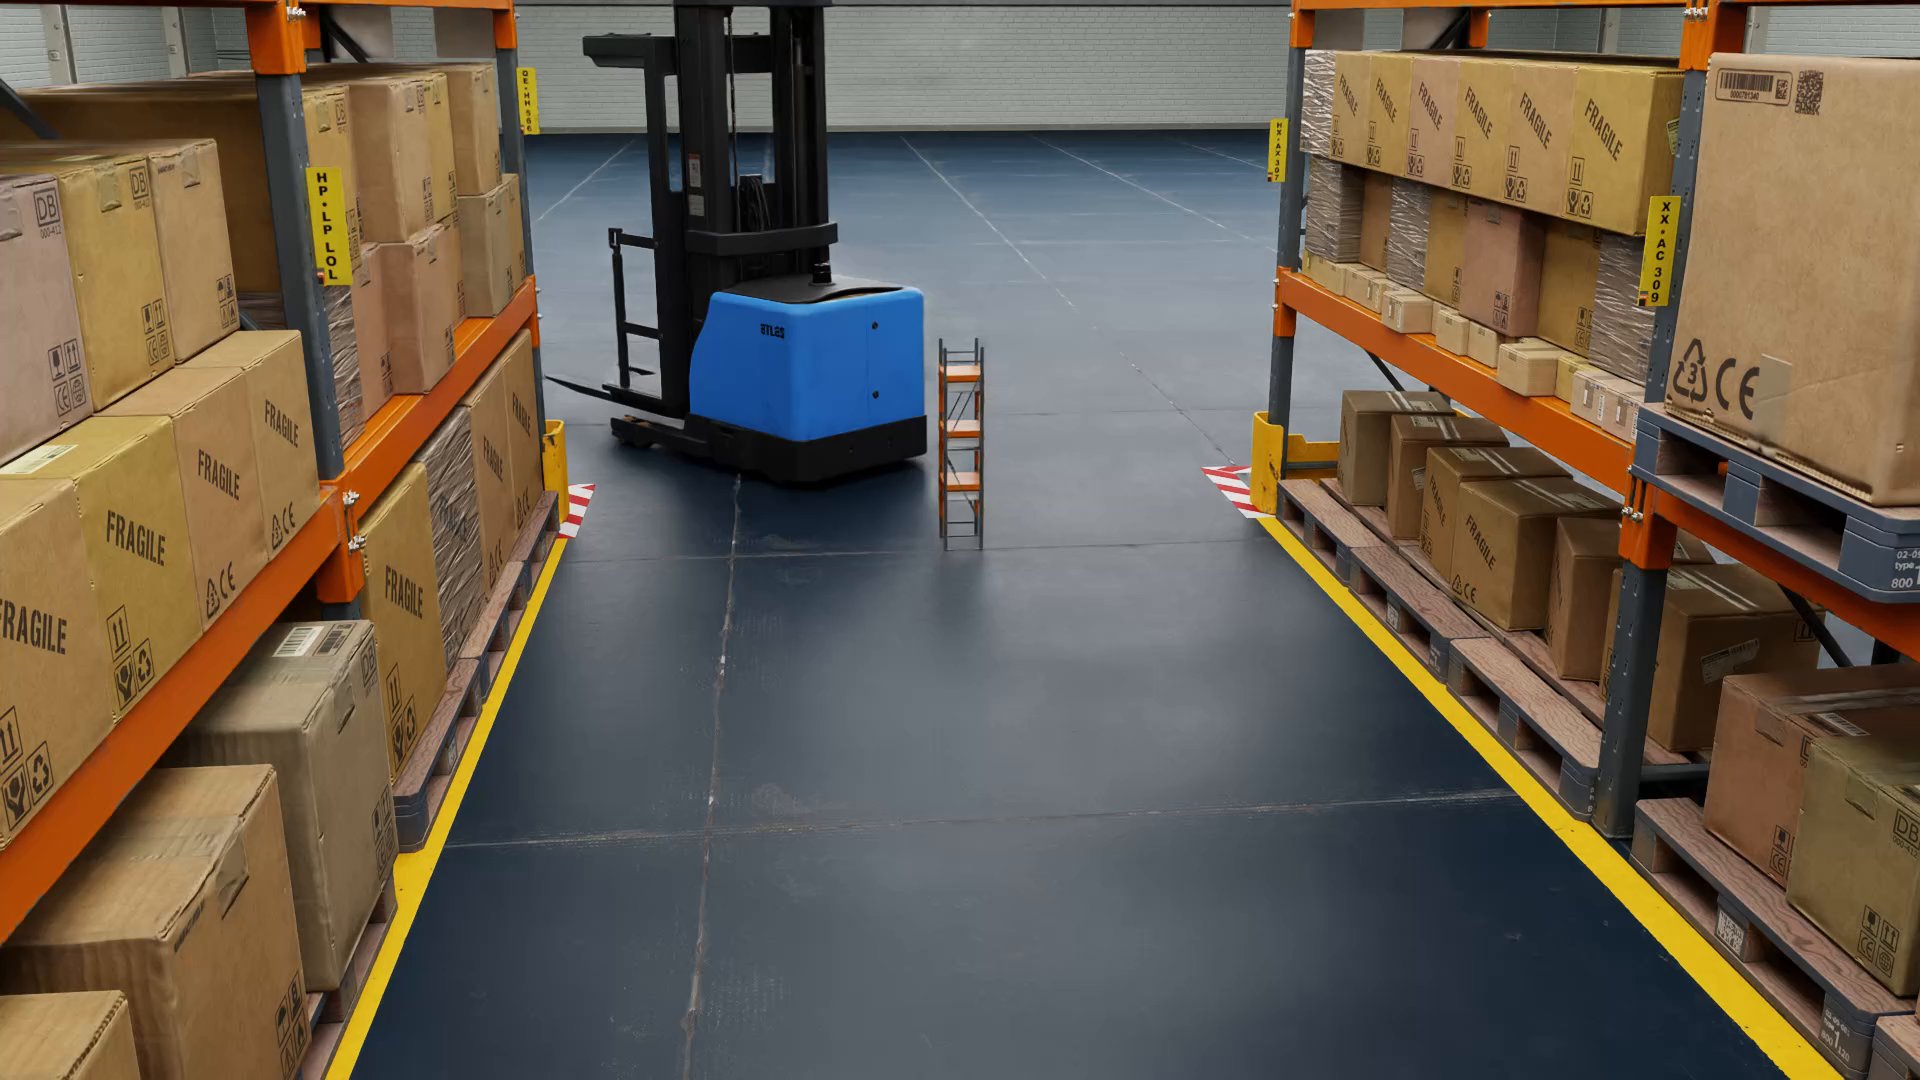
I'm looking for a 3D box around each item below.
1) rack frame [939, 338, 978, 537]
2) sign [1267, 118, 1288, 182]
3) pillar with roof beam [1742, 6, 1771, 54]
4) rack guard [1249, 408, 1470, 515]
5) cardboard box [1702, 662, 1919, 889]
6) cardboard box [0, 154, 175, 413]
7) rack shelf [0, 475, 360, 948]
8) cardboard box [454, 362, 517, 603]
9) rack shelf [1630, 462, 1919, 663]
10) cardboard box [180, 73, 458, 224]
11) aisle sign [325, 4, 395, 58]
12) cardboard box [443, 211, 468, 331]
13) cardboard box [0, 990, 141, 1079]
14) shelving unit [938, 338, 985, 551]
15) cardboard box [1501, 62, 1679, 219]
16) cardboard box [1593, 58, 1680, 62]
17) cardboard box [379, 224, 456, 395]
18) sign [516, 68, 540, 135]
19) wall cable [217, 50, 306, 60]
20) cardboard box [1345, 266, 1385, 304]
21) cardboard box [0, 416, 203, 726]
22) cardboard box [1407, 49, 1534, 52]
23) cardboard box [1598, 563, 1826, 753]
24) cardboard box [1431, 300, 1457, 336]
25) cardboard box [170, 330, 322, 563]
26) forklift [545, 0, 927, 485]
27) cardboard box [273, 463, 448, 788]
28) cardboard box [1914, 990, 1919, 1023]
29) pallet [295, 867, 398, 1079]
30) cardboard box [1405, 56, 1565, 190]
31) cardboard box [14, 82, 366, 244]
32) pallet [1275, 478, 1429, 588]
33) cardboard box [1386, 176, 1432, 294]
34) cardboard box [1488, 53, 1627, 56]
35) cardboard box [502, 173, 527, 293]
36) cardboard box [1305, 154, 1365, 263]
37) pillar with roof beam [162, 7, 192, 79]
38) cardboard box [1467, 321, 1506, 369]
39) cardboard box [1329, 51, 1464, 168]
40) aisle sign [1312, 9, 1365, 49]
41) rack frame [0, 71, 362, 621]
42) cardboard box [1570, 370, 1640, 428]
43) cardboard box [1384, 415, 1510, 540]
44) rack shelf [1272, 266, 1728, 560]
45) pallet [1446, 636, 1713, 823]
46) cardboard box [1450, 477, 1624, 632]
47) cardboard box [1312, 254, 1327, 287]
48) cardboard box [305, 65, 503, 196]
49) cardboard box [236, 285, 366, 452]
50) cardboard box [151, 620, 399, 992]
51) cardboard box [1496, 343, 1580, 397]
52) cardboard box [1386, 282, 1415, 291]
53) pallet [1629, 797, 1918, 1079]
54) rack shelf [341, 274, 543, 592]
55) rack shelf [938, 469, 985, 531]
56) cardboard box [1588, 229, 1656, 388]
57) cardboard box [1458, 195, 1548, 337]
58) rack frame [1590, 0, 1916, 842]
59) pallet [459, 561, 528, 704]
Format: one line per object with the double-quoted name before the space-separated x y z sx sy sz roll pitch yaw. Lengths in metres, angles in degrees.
"rack frame" -0.007 -0.521 8.585 0.200 1.050 0.008 -2 18 -6
"sign" 1.679 -2.056 8.772 0.100 0.325 0.005 -2 18 -6
"pillar with roof beam" 11.175 -11.816 31.292 9.100 9.000 0.400 -2 18 -6
"rack guard" 2.227 -0.444 9.258 1.175 0.500 0.348 -2 18 -6
"cardboard box" 2.674 0.699 4.883 0.700 0.500 0.500 -3 18 -10
"cardboard box" -2.200 -0.568 3.644 0.700 0.500 0.500 -2 18 -7
"rack shelf" -2.106 0.594 2.977 1.077 0.370 4.000 -2 18 -6
"cardboard box" -2.496 -0.261 7.347 0.875 0.875 0.875 -2 18 -7
"rack shelf" 2.838 0.471 3.369 1.077 0.370 4.000 -2 18 -6
"cardboard box" -2.470 -1.525 6.475 0.875 0.550 0.500 -2 18 -6
"aisle sign" -3.031 -2.789 8.211 0.394 0.787 0.004 -2 18 -6
"cardboard box" -2.630 -1.165 7.129 0.875 0.550 0.550 -2 18 -6
"cardboard box" -1.967 1.275 2.661 1.050 0.750 0.750 -2 17 -5
"shelving unit" 0.006 -0.485 8.469 0.215 1.050 0.252 -2 18 -6
"cardboard box" 2.259 -1.409 5.824 0.500 0.500 0.500 -2 18 -6
"cardboard box" 2.734 -1.574 6.351 0.500 0.500 0.500 -2 18 -6
"cardboard box" -2.380 -0.853 6.137 0.875 0.550 0.550 -2 18 -6
"sign" -2.184 -2.214 8.394 0.100 0.325 0.005 -2 18 -6
"wall cable" -15.482 -12.201 37.701 3.097 2.526 0.112 -2 18 -6
"cardboard box" 2.075 -1.224 7.986 0.380 0.149 0.250 -2 18 -6
"cardboard box" -1.888 0.056 3.324 0.500 0.500 0.500 -2 17 -5
"cardboard box" 2.522 -2.170 8.248 0.500 0.500 0.500 -2 18 -6
"cardboard box" 2.630 0.404 5.854 0.500 0.500 0.500 -2 18 -7
"cardboard box" 2.227 -0.927 7.042 0.380 0.149 0.250 -2 18 -6
"cardboard box" -1.993 -0.245 4.283 0.500 0.500 0.500 -2 18 -6
"forklift" -1.593 -2.079 10.405 1.130 2.935 3.031 -17 24 -42
"cardboard box" -2.308 0.279 5.626 0.875 0.875 0.875 -2 17 -5
"cardboard box" 2.762 1.008 3.898 0.700 0.500 0.500 -3 18 -10
"pallet" -2.158 1.213 4.460 1.003 0.211 1.213 -2 18 -6
"cardboard box" 2.160 -1.707 6.774 0.500 0.500 0.500 -2 18 -6
"cardboard box" -2.489 -1.203 5.447 0.875 0.550 0.550 -2 18 -6
"pallet" 2.276 -0.063 8.526 1.003 0.211 1.213 -2 18 -6
"cardboard box" 2.428 -1.389 7.430 0.875 0.500 0.500 -2 18 -6
"cardboard box" 2.628 -1.872 7.300 0.500 0.500 0.500 -2 18 -6
"cardboard box" -2.642 -1.499 8.193 0.875 0.550 0.550 -2 18 -6
"cardboard box" 2.249 -1.684 8.371 0.875 0.500 0.500 -2 18 -6
"pillar with roof beam" -12.212 -12.897 34.734 9.100 9.000 0.400 -2 18 -6
"cardboard box" 2.237 -0.777 6.563 0.380 0.149 0.250 -2 18 -6
"cardboard box" 2.049 -2.005 7.722 0.500 0.500 0.500 -2 18 -6
"aisle sign" 1.914 -2.909 8.595 0.394 0.787 0.004 -2 18 -6
"rack frame" -2.312 -0.345 4.767 1.000 3.000 0.127 -2 18 -6
"cardboard box" 2.301 -0.478 5.610 0.380 0.149 0.250 -2 18 -6
"cardboard box" 2.363 -0.304 8.109 0.500 0.500 0.500 3 18 9
"rack shelf" 2.425 -0.720 7.165 1.077 0.370 4.000 -2 18 -6
"pallet" 2.527 0.664 6.211 1.003 0.211 1.213 -2 18 -6
"cardboard box" 2.421 0.051 6.979 0.500 0.500 0.500 -3 18 -11
"cardboard box" 2.018 -1.372 8.460 0.380 0.149 0.250 -2 18 -6
"cardboard box" -2.577 -1.850 7.510 0.875 0.550 0.550 -2 18 -6
"cardboard box" -2.362 -0.526 5.094 0.875 0.550 0.550 -2 18 -6
"cardboard box" -2.159 0.710 4.461 1.050 0.750 0.750 -2 18 -6
"cardboard box" 2.198 -0.625 6.080 0.380 0.149 0.250 -2 18 -6
"cardboard box" 2.147 -1.075 7.513 0.380 0.149 0.250 -2 18 -6
"pallet" 2.713 1.095 4.838 1.003 0.211 1.213 -2 18 -6
"rack shelf" -2.519 -0.597 6.773 1.077 0.370 4.000 -2 18 -6
"rack shelf" 0.006 -0.210 8.555 0.215 0.259 0.240 -2 18 -6
"cardboard box" 2.647 -0.793 5.533 0.875 0.500 0.500 -2 18 -6
"cardboard box" 2.478 -1.089 6.475 0.875 0.500 0.500 -2 18 -6
"rack frame" 2.632 -0.468 5.159 1.000 3.000 0.127 -2 18 -6
"pallet" -2.442 0.393 7.075 1.003 0.211 1.213 -2 18 -6
